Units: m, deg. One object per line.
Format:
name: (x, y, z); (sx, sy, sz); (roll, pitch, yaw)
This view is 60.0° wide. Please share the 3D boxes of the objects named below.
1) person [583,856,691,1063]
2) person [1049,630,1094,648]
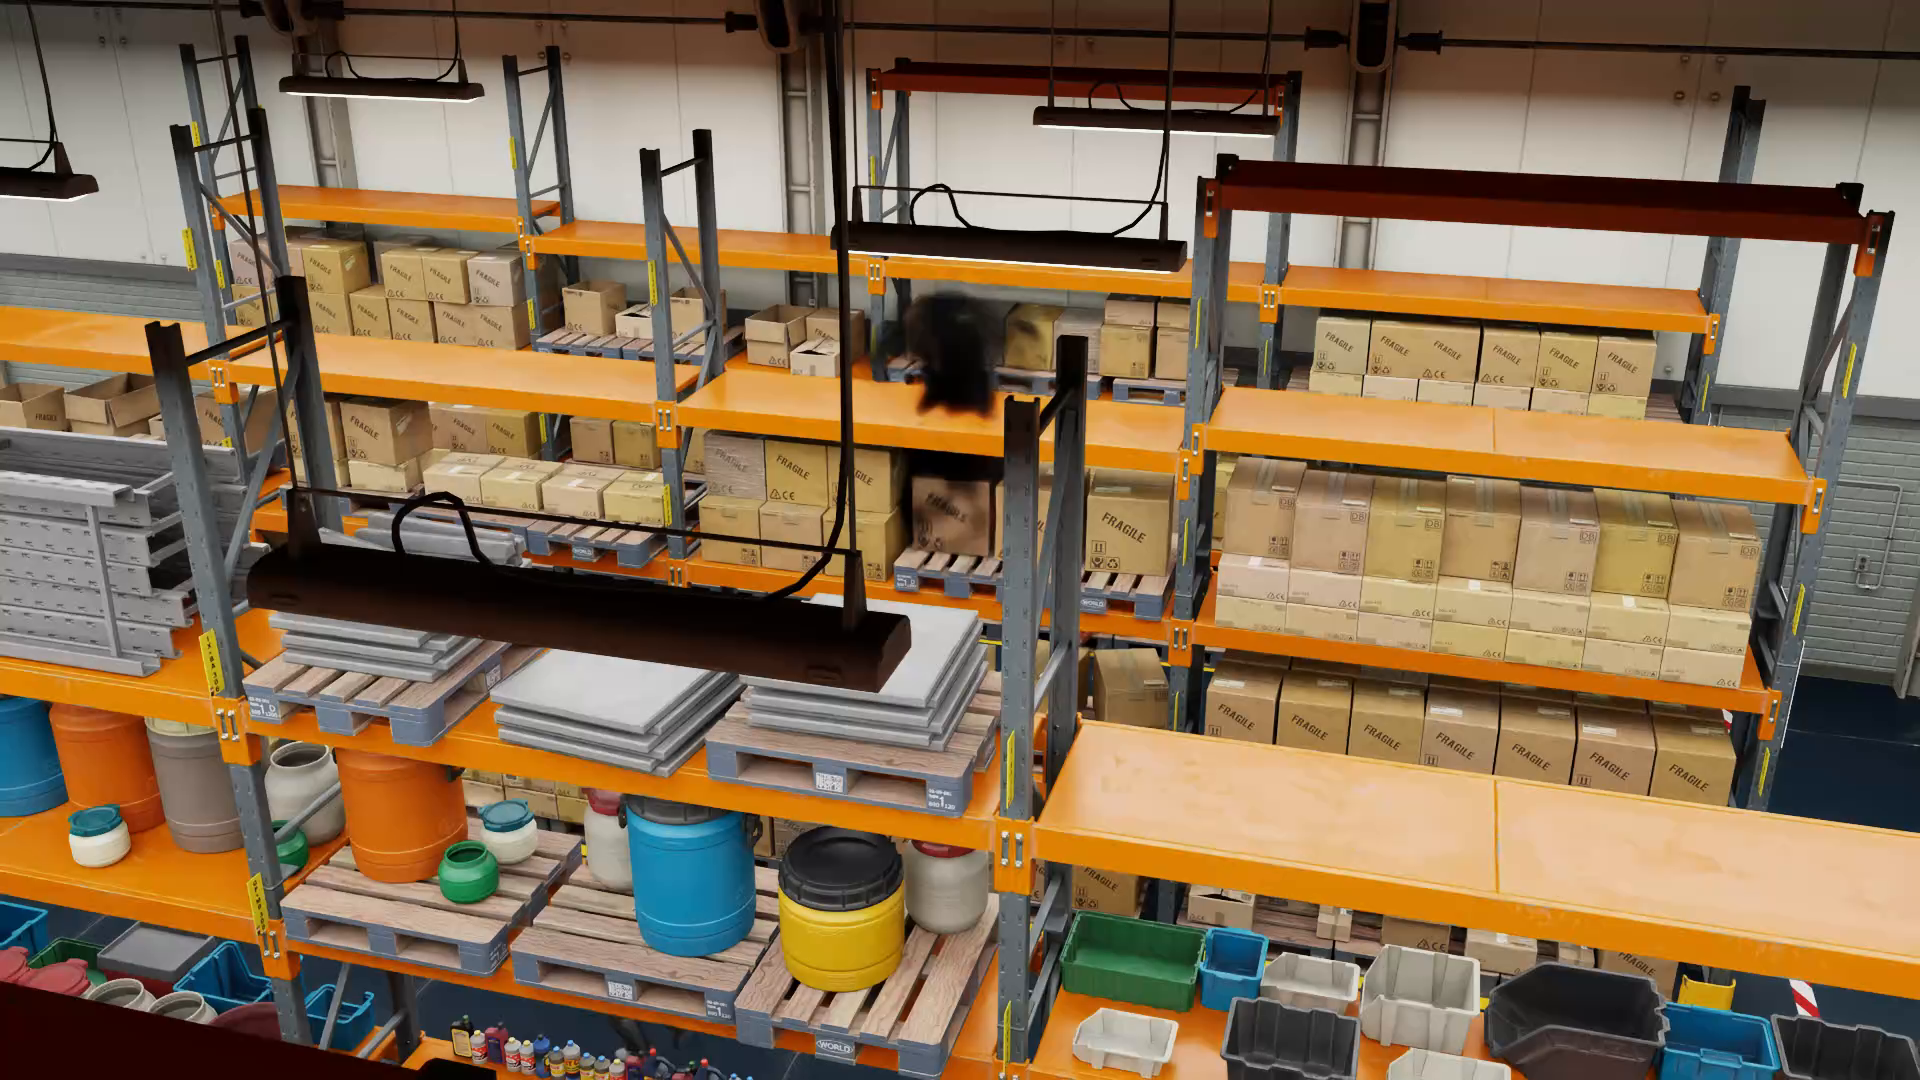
person: (-2.263, 2.959, 11.486); (0.808, 1.714, 0.649); (6, 23, 13)
person: (0.943, 1.229, 15.492); (0.698, 1.782, 0.647); (2, 23, 4)
